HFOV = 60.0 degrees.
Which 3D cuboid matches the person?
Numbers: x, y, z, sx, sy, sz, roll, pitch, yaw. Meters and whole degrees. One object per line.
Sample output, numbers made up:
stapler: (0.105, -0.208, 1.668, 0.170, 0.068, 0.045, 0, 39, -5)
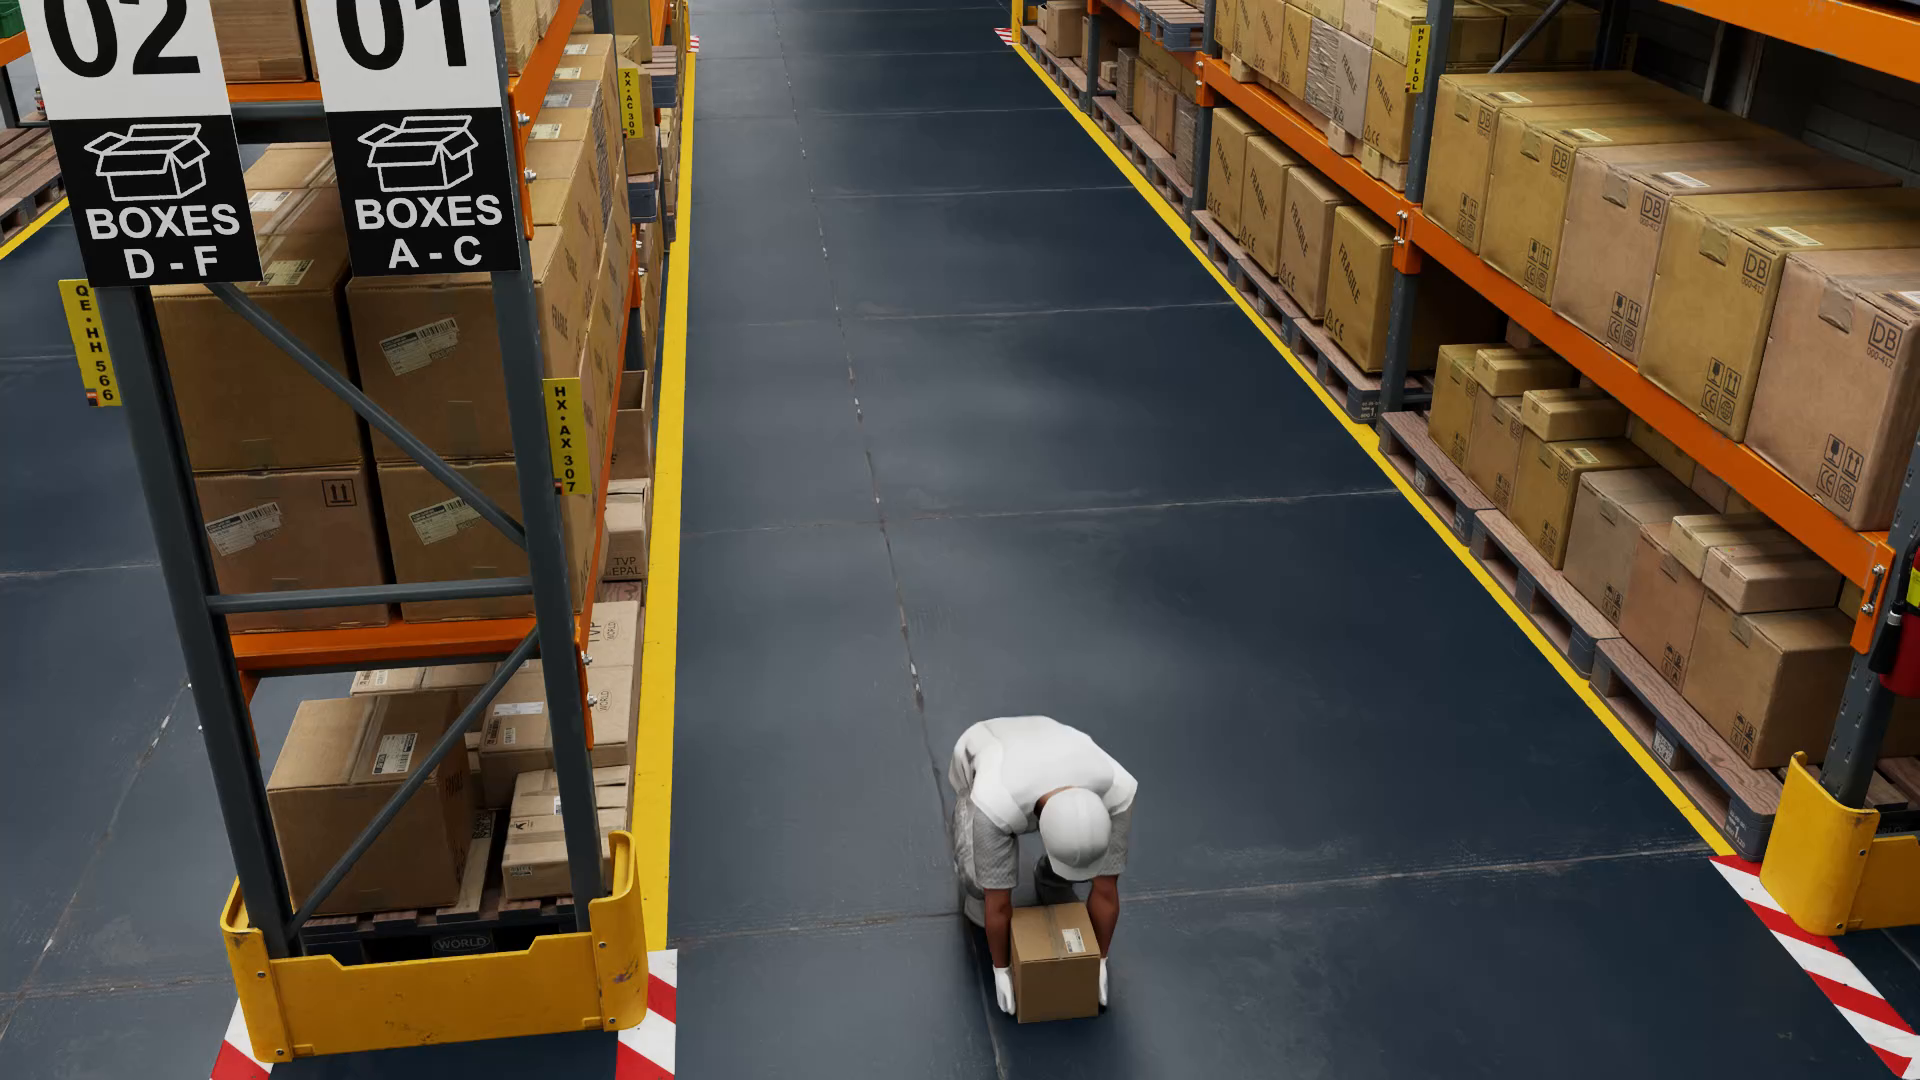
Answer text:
person: (0.261, 0.982, 5.356, 0.569, 0.876, 0.935, -4, 27, -8)
